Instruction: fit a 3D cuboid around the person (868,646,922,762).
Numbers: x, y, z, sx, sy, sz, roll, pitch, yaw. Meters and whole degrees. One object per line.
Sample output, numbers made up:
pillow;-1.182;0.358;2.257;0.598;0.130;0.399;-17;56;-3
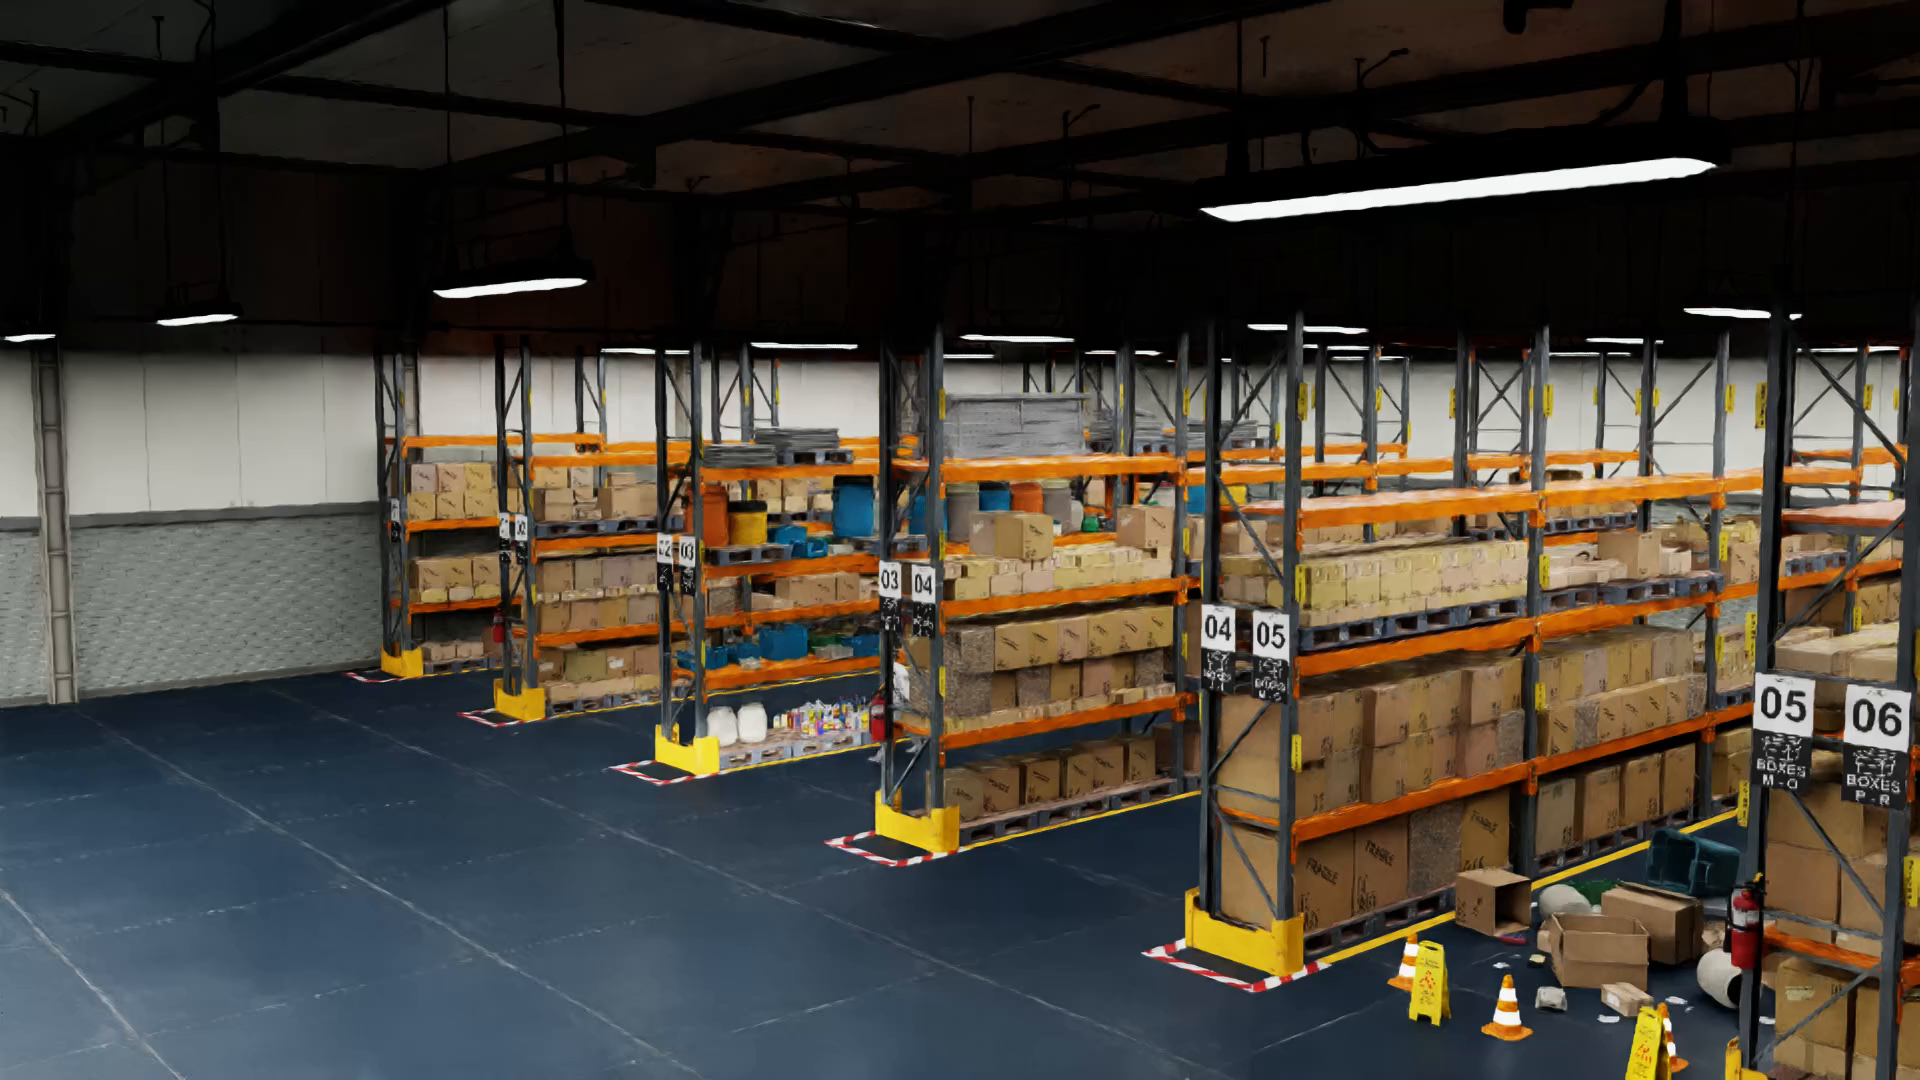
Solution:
person;-0.922;2.246;23.160;1.086;1.589;0.495;-4;7;-38
